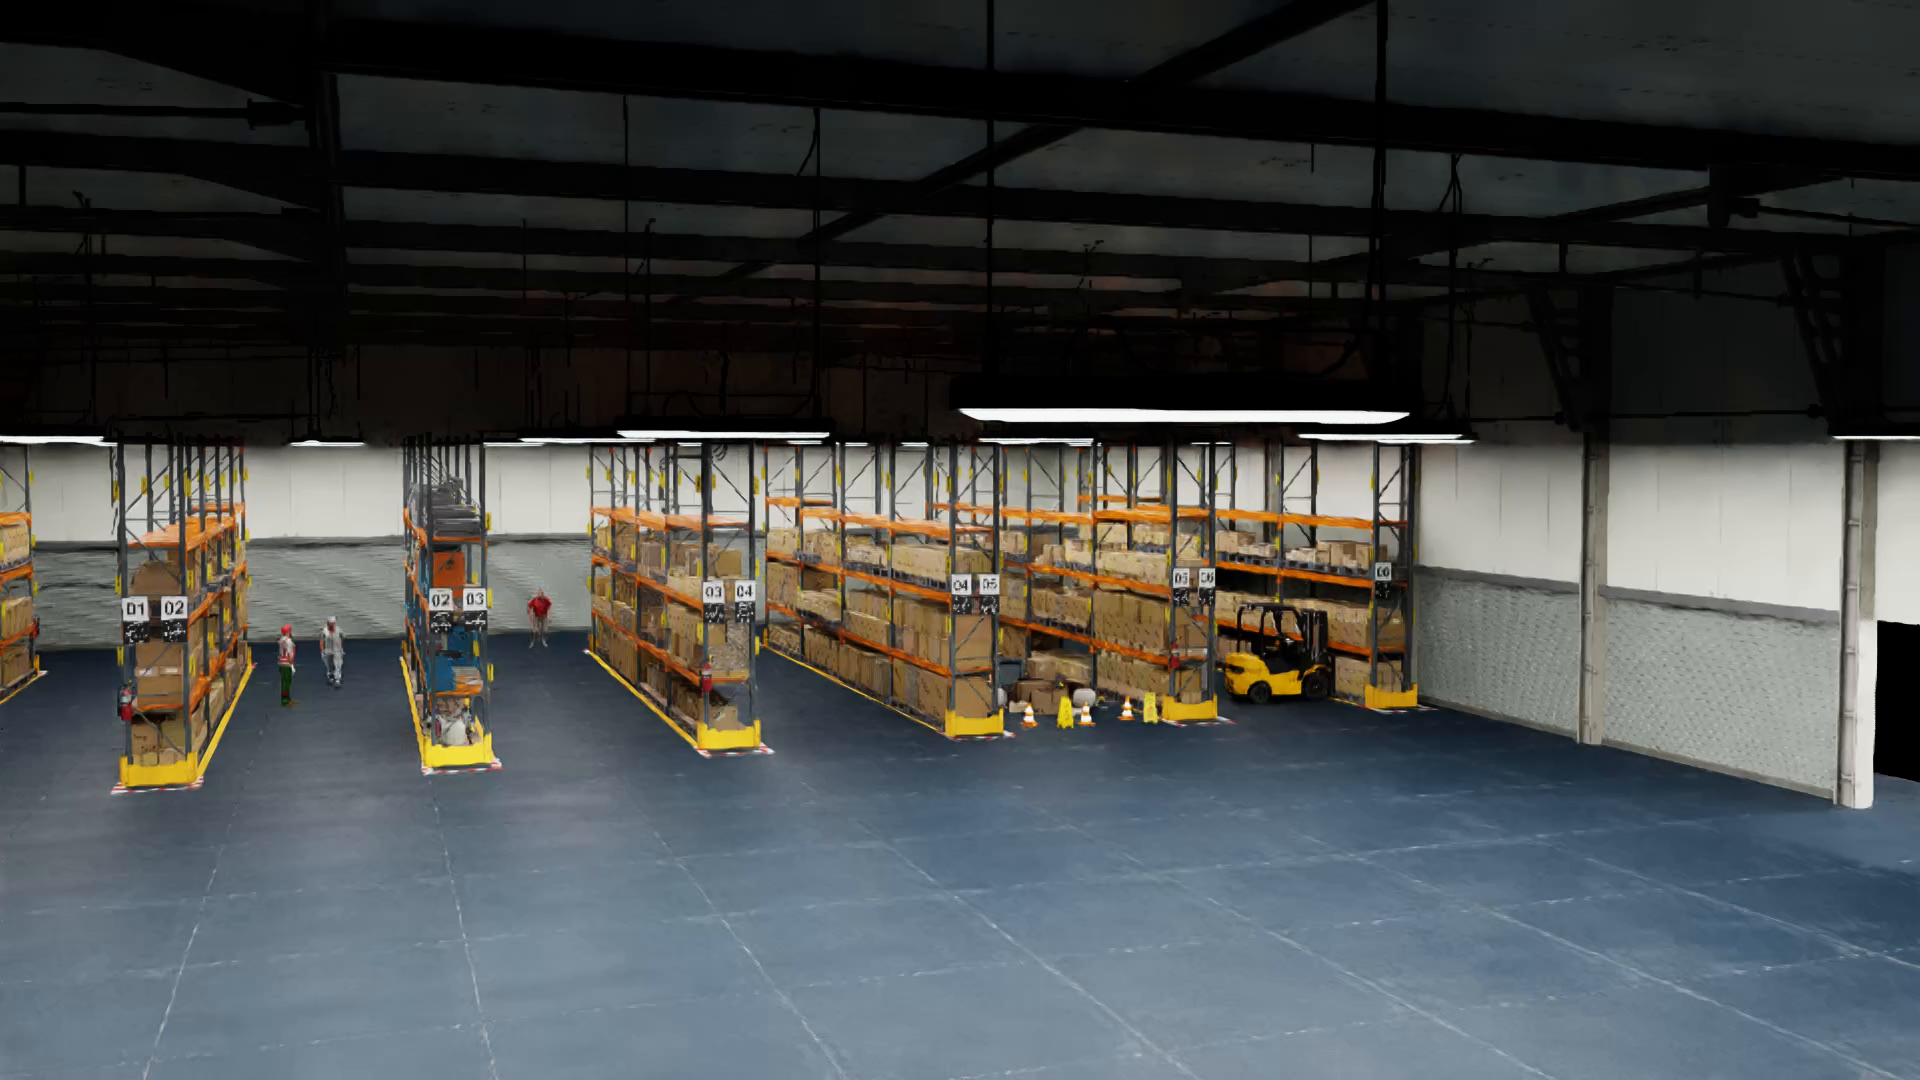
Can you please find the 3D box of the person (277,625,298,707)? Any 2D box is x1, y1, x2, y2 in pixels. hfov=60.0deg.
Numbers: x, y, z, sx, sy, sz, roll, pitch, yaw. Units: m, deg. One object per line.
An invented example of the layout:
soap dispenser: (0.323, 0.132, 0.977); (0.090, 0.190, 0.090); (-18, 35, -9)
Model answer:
person: (-14.853, 2.765, 36.801); (0.471, 1.789, 0.623); (-3, 4, -43)

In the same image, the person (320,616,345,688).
person: (-14.980, 2.655, 39.668); (0.553, 1.709, 1.123); (-1, 3, -18)

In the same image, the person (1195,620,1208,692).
person: (5.632, 2.714, 39.162); (0.478, 1.667, 0.523); (1, 3, 10)

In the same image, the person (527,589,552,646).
person: (-12.116, 2.235, 47.940); (0.682, 1.676, 0.529); (-1, 3, -22)
